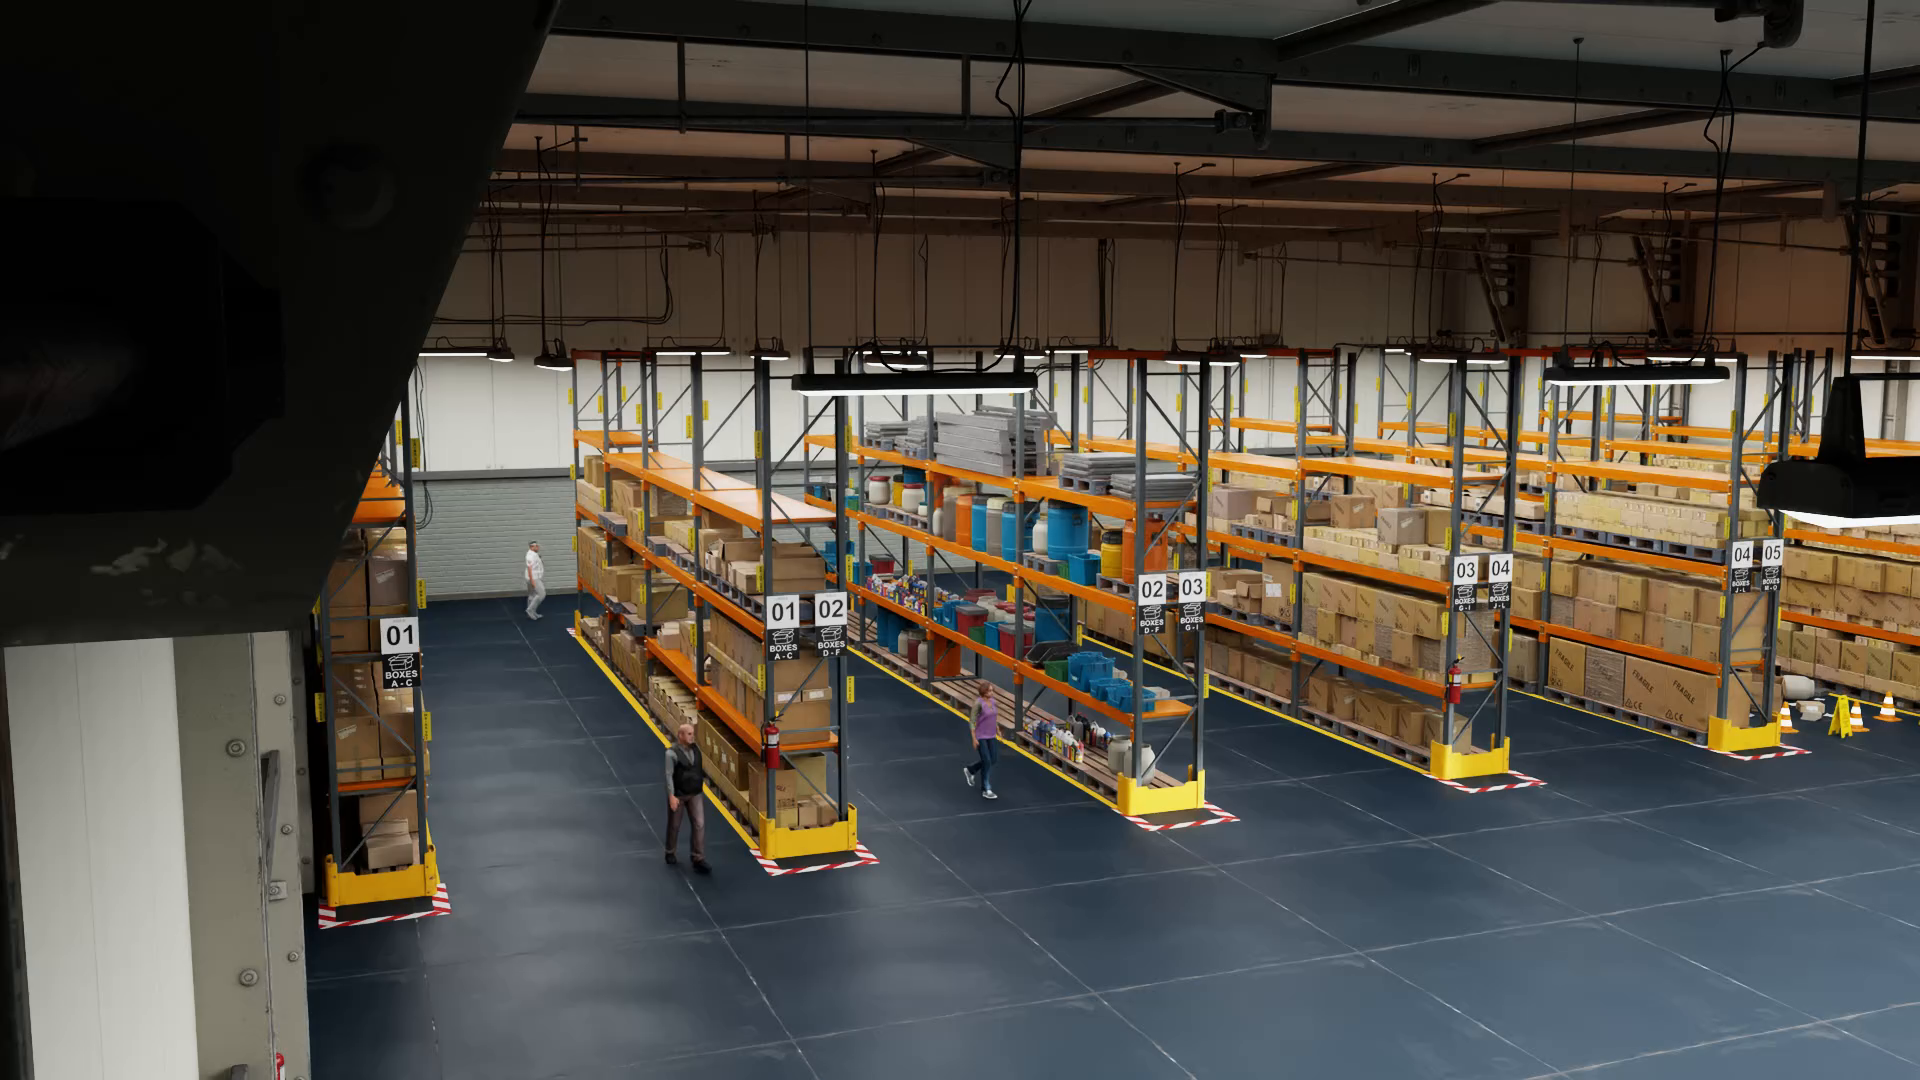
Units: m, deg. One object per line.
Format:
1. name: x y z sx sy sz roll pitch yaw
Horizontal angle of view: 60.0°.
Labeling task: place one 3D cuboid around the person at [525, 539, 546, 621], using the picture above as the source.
1. person: -9.433 0.871 36.870 0.447 1.787 0.565 -2 8 -19

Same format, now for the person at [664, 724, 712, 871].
1. person: -3.229 3.033 19.703 0.574 1.700 0.786 -6 9 -38

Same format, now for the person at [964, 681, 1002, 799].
1. person: 0.323 2.706 22.835 0.673 1.583 0.522 6 9 41
